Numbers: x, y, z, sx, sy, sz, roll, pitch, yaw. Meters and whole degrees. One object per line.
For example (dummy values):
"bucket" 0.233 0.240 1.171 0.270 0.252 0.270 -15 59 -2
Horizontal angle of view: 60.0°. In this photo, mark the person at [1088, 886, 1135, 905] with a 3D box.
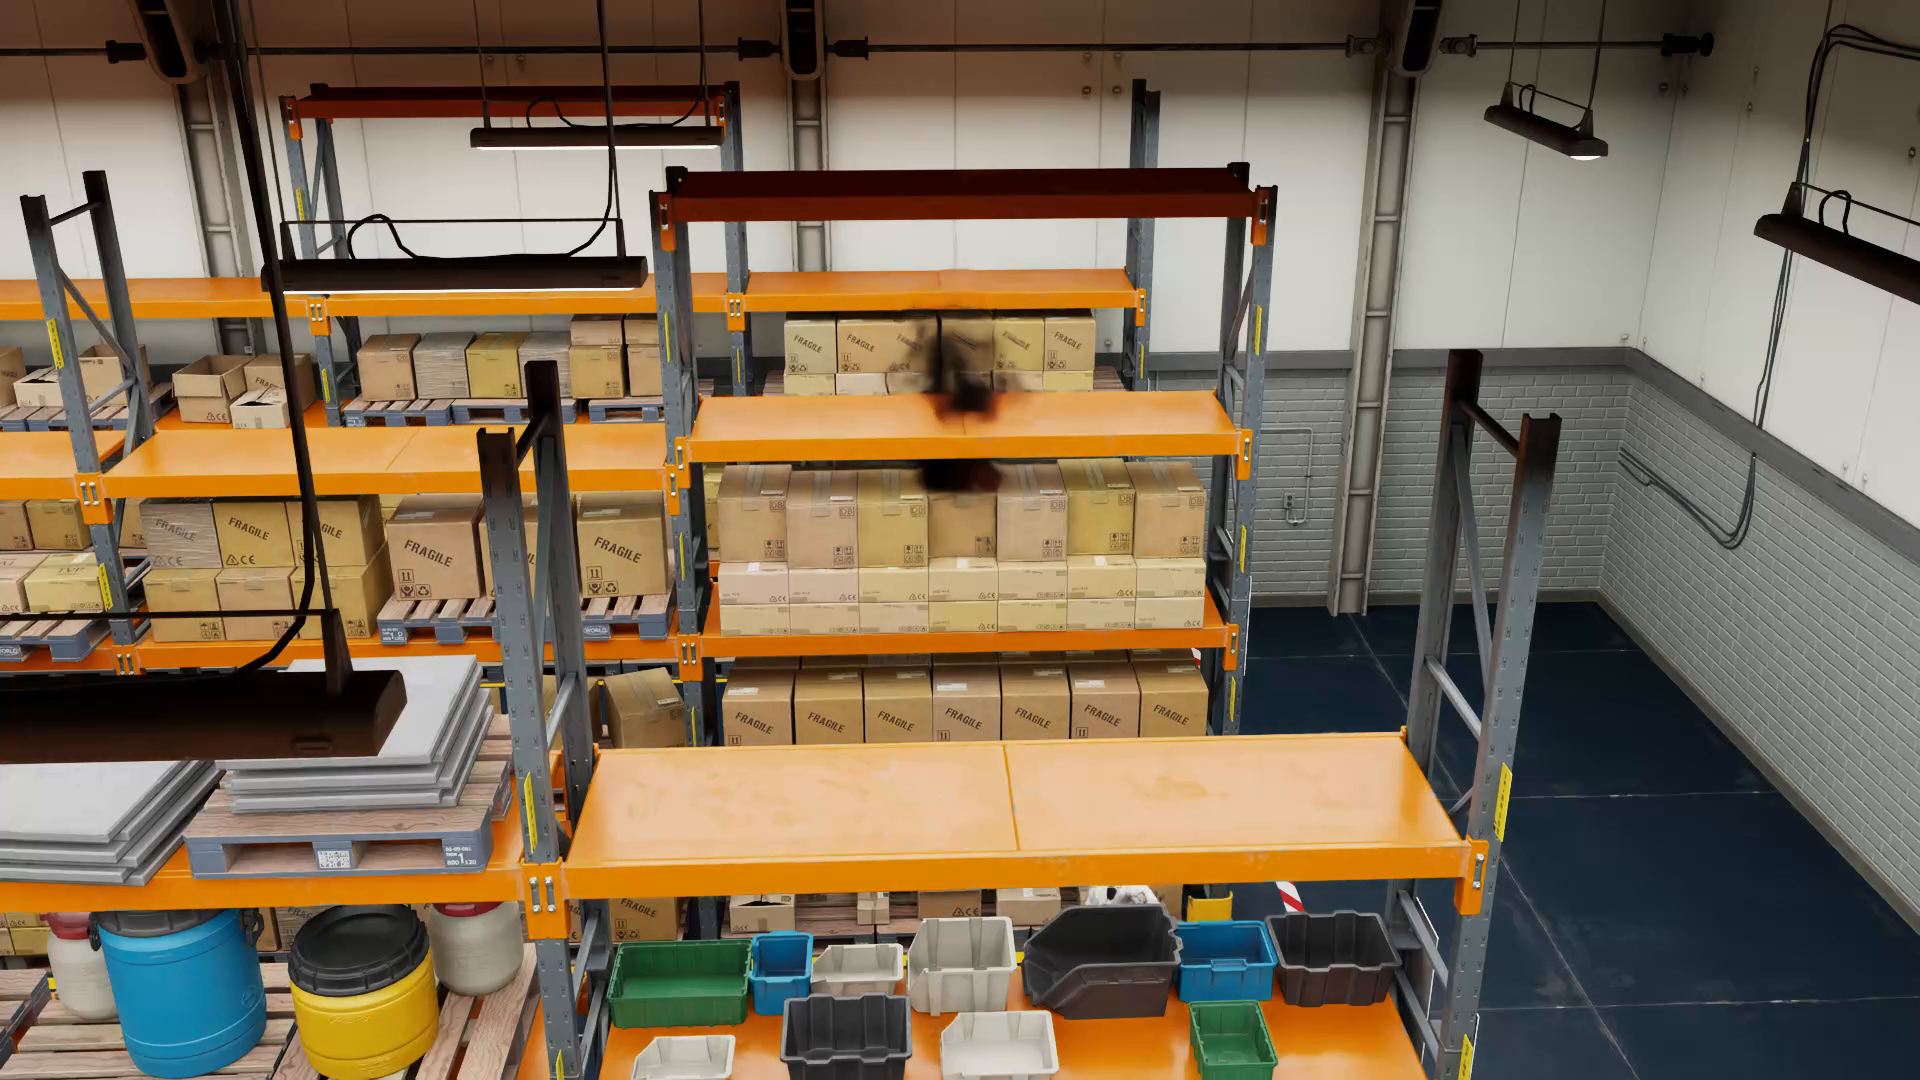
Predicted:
"person" 1.111 2.736 11.481 0.489 1.516 0.498 -5 23 -13
